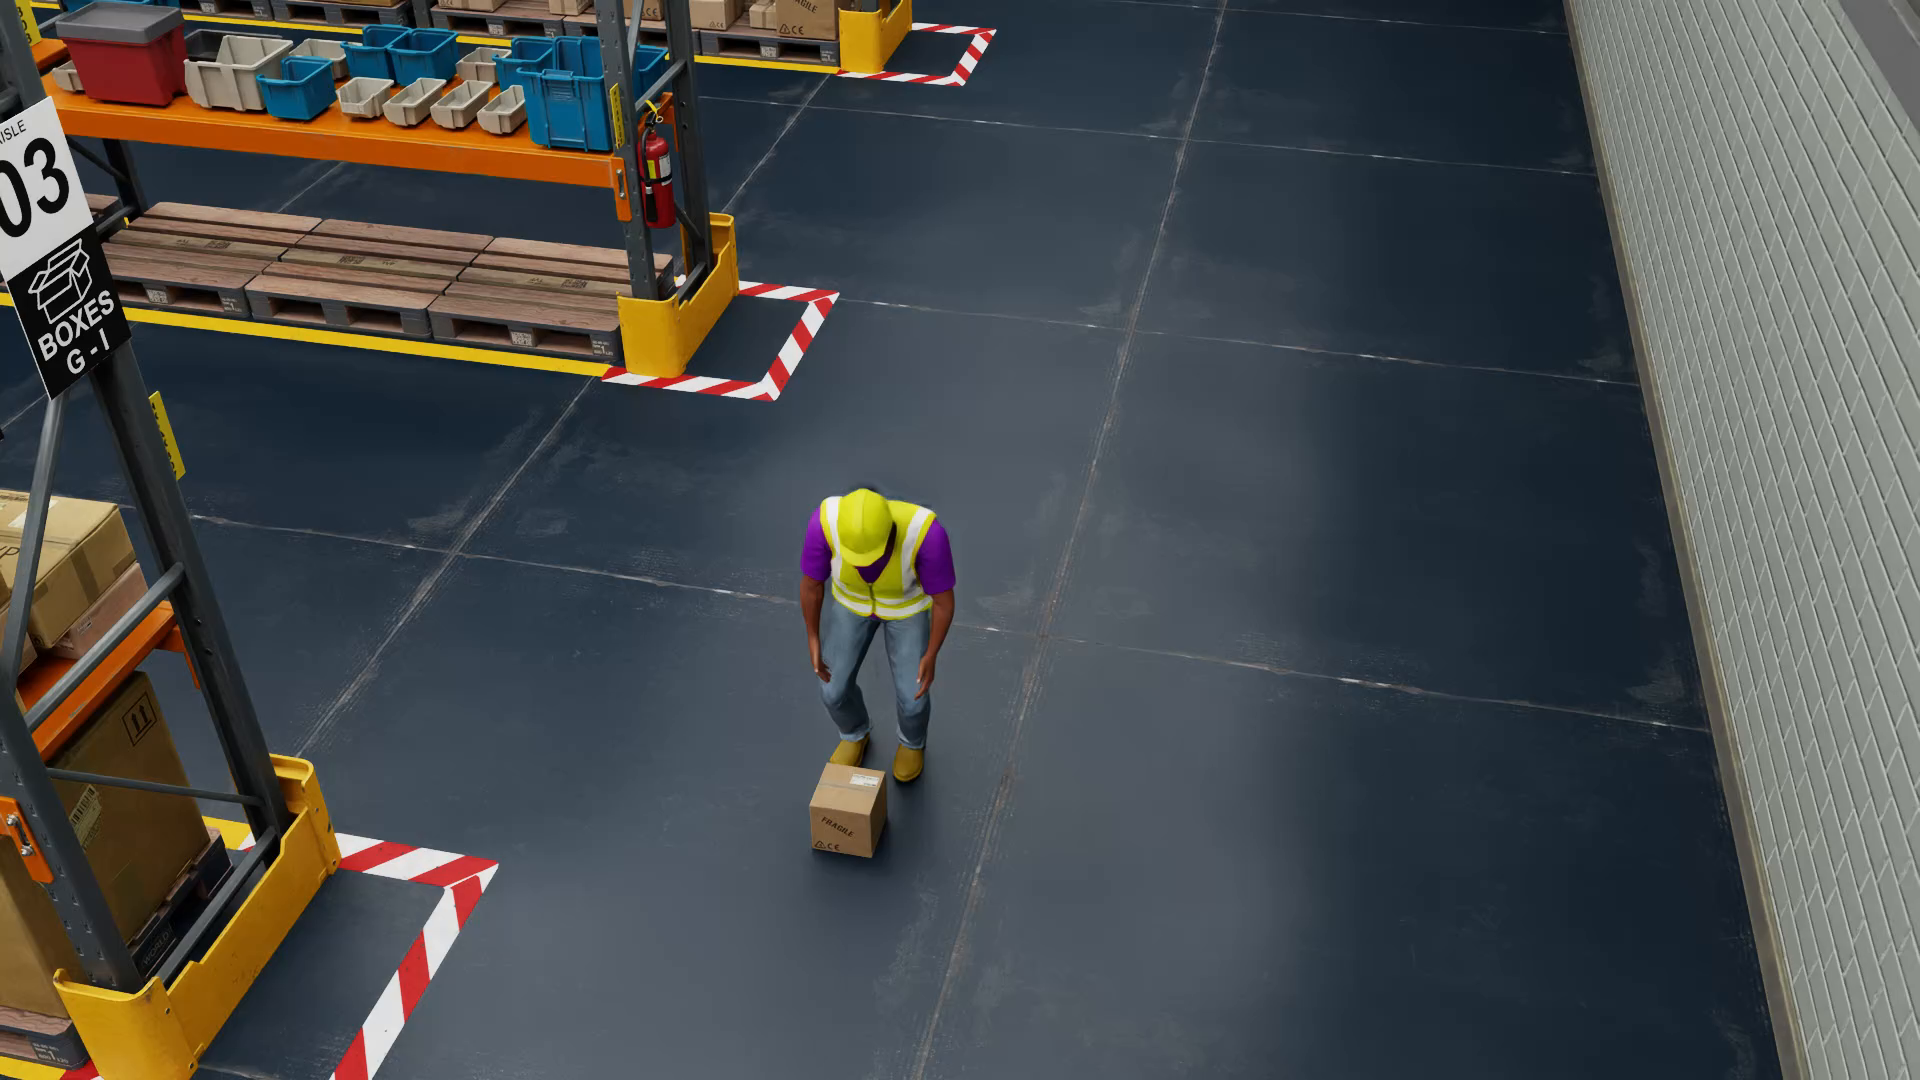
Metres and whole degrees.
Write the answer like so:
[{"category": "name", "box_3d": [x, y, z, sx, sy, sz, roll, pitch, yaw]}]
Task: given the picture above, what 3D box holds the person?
[{"category": "person", "box_3d": [-0.312, 0.333, 6.683, 0.625, 1.544, 0.666, 8, 37, 10]}]
